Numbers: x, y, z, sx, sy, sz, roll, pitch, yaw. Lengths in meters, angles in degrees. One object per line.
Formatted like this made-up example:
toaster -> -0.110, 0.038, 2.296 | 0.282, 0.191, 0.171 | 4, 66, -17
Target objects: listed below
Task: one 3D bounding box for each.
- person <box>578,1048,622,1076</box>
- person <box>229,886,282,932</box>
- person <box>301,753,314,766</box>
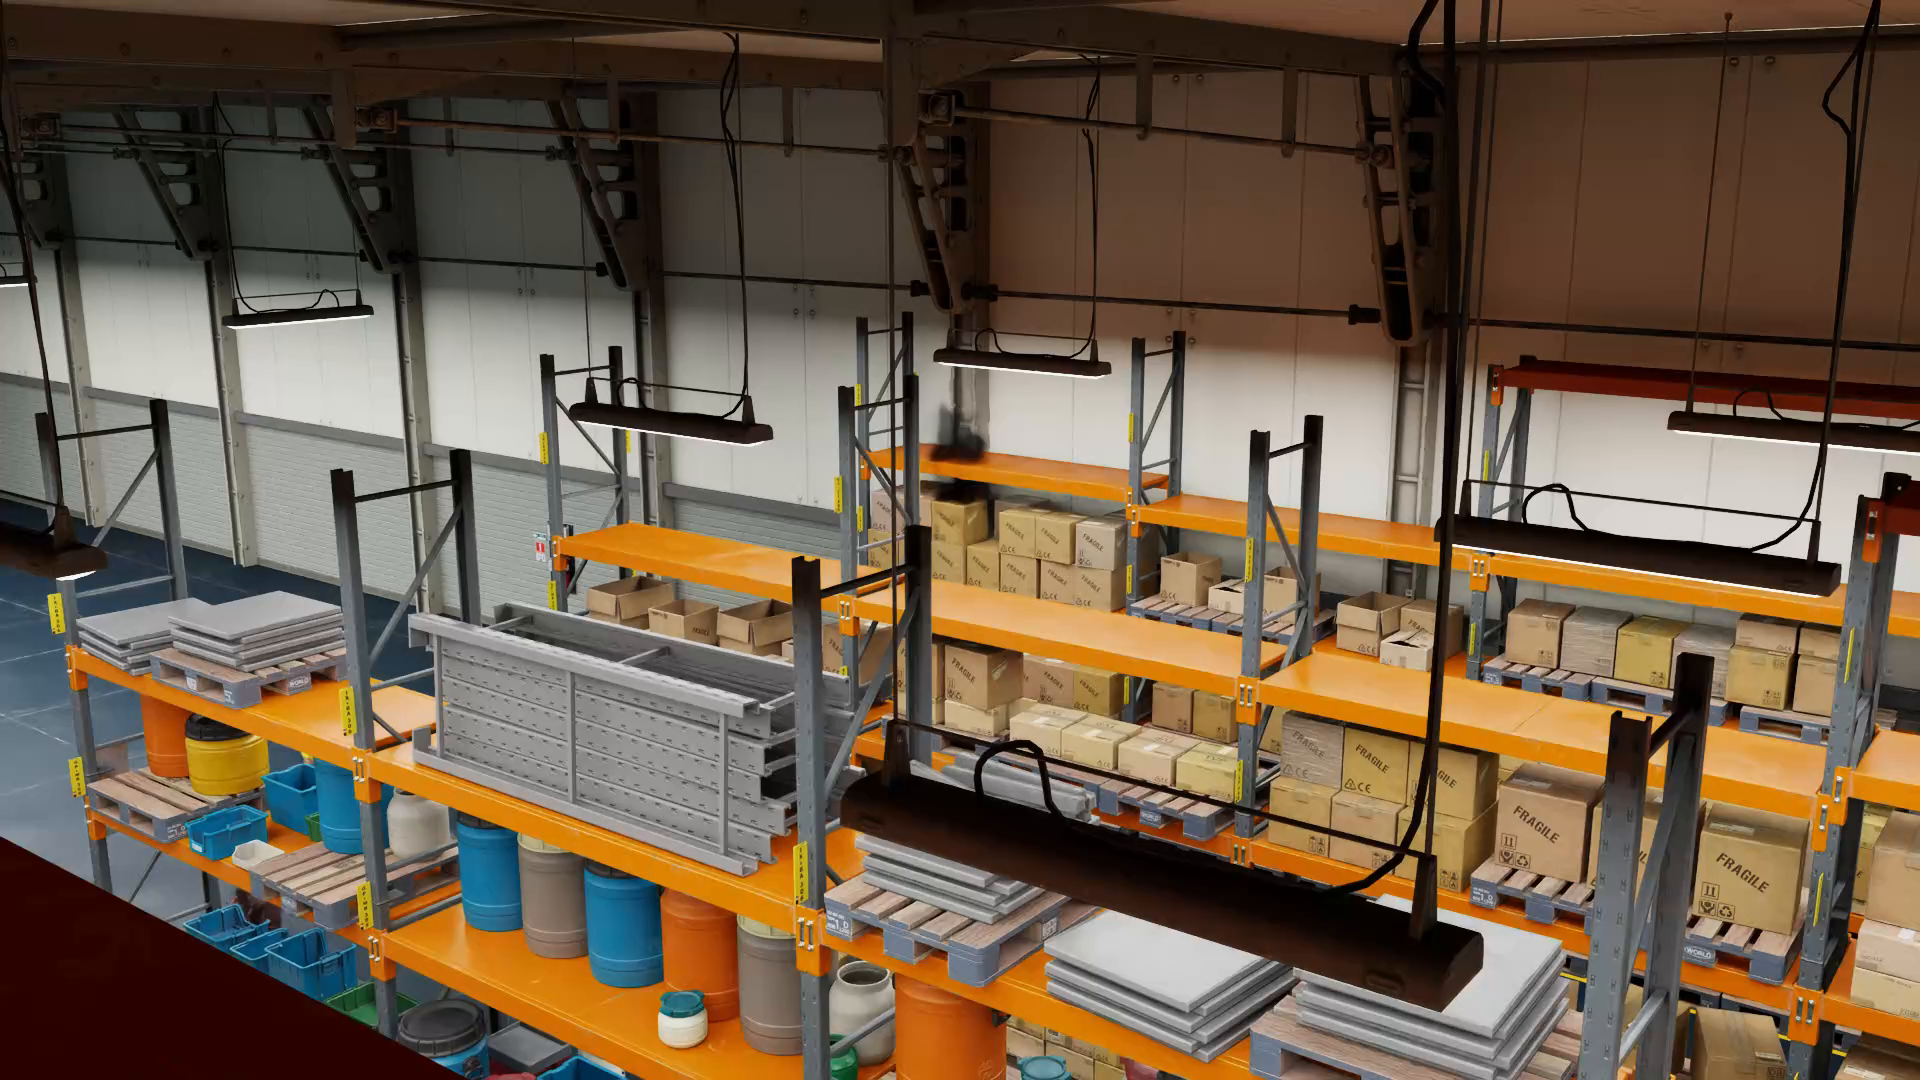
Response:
person -> -2.870, 4.162, 13.375 | 0.796, 1.844, 0.685 | 8, 15, 30
person -> -6.690, 3.684, 15.754 | 0.614, 1.658, 0.760 | 1, 13, 6
person -> -6.902, 3.075, 18.227 | 0.662, 1.741, 0.698 | -7, 15, -27
